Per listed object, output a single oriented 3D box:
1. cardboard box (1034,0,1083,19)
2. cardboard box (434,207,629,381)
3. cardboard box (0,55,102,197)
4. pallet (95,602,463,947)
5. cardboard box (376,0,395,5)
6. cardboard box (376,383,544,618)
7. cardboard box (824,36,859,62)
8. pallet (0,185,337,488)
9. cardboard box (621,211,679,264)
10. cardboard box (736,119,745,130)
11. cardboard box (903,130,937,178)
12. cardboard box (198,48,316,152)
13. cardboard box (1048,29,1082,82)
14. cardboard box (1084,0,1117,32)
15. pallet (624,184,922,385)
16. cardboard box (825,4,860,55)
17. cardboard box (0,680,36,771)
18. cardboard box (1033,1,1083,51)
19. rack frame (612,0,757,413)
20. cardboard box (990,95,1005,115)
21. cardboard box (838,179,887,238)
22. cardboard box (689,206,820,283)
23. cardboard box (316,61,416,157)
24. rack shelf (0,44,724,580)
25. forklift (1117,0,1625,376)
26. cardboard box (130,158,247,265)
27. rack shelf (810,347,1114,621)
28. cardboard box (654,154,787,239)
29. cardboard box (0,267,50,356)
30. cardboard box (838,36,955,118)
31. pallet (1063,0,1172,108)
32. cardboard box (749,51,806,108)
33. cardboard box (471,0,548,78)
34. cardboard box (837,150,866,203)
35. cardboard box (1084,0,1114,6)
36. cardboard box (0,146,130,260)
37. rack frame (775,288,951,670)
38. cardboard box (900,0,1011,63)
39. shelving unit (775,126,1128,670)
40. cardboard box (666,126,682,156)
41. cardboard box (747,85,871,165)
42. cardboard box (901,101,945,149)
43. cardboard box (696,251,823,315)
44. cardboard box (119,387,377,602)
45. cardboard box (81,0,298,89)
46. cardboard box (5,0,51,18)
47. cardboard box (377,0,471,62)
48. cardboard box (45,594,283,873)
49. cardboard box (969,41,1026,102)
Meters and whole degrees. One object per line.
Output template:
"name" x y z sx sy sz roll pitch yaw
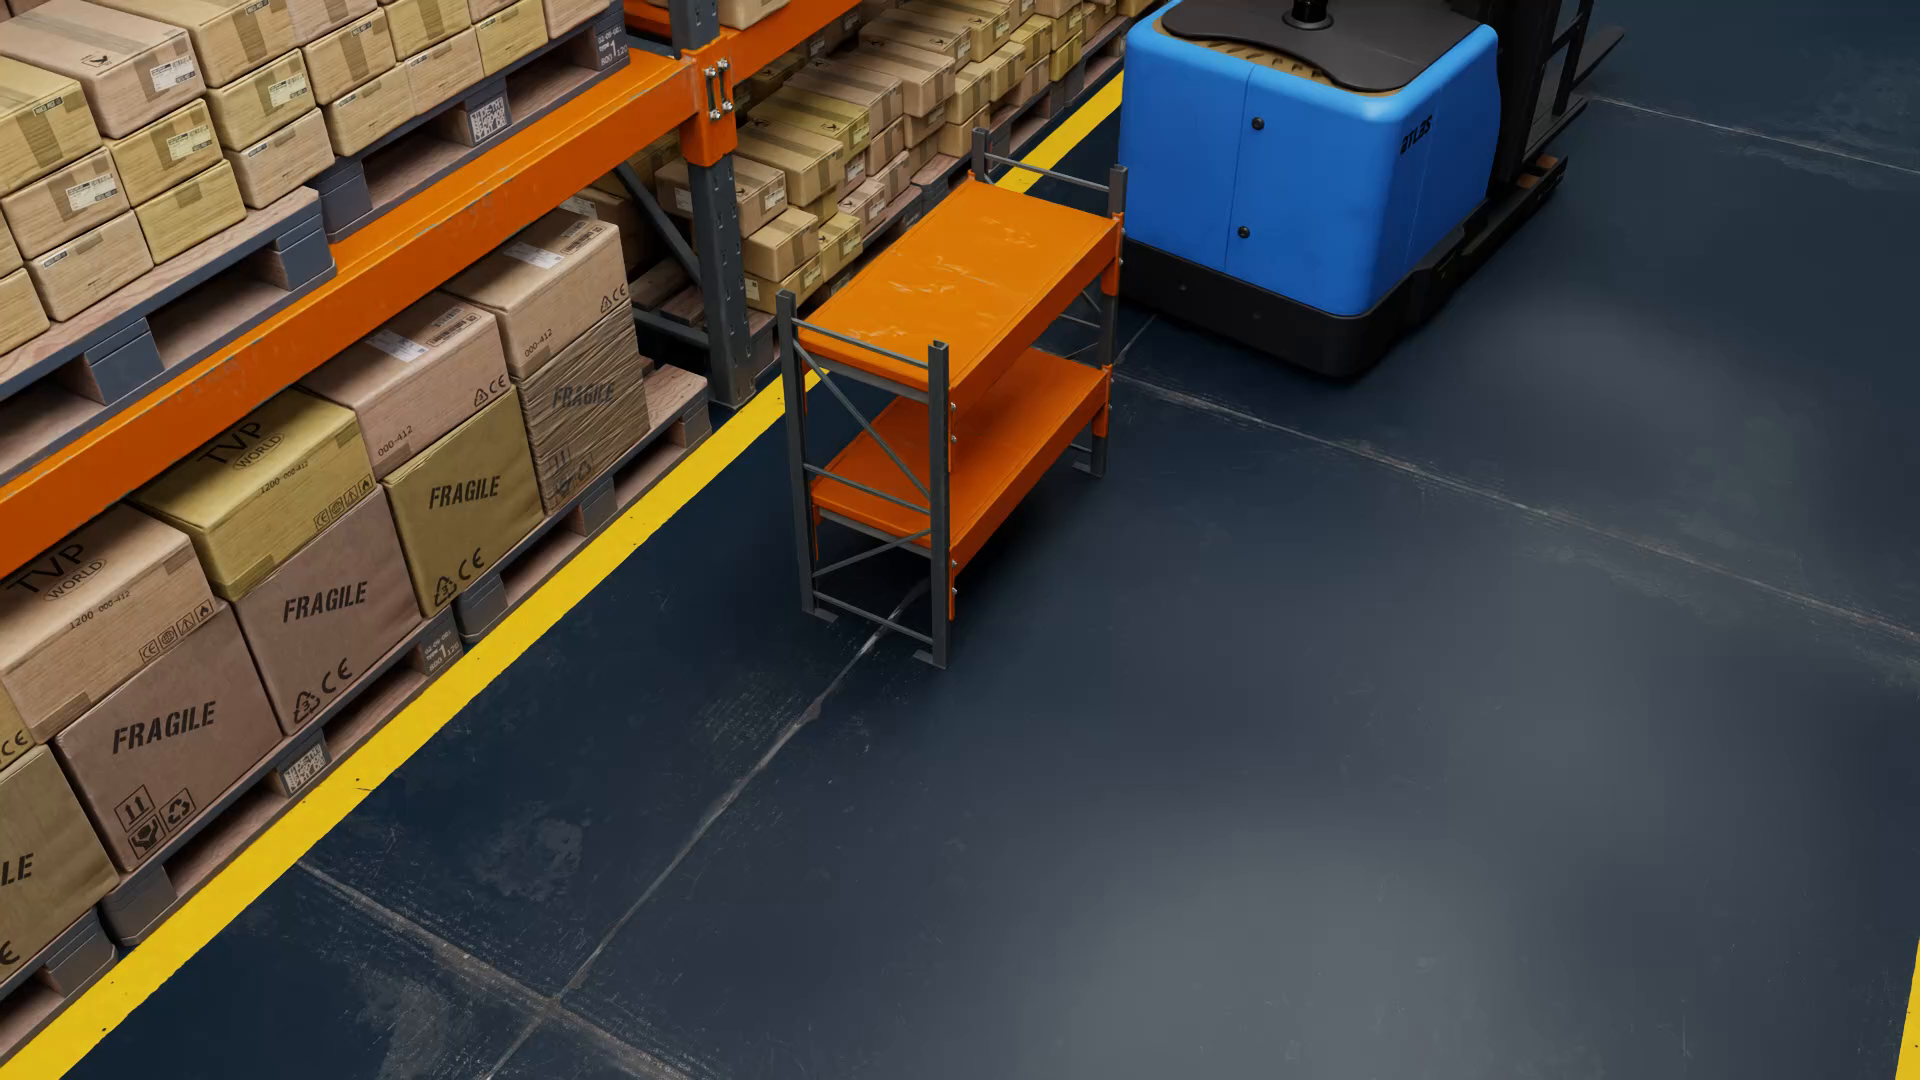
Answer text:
"cardboard box" 0.315 -2.366 7.056 0.380 0.149 0.250 23 46 24
"cardboard box" -1.329 -0.758 4.847 0.500 0.250 0.500 20 45 21
"cardboard box" -1.993 -0.859 3.378 0.380 0.149 0.250 20 45 21
"pallet" -2.173 0.426 4.606 1.003 0.211 1.213 21 45 22
"cardboard box" -1.472 -1.458 4.058 0.380 0.149 0.250 19 45 21
"cardboard box" -1.585 -0.186 4.765 0.500 0.500 0.500 20 45 21
"cardboard box" -0.577 -1.980 6.843 0.380 0.149 0.250 19 45 20
"pallet" -2.222 -0.552 3.753 1.003 0.211 1.213 21 45 22
"cardboard box" -1.274 -1.192 6.173 0.380 0.149 0.250 21 46 23
"cardboard box" -1.049 -1.570 6.377 0.380 0.149 0.250 19 45 21
"cardboard box" -0.314 -1.596 6.632 0.380 0.149 0.250 19 45 20
"cardboard box" -1.725 -1.050 3.820 0.380 0.149 0.250 19 45 20
"cardboard box" 0.310 -2.158 7.270 0.380 0.149 0.250 19 45 20
"cardboard box" 0.496 -2.470 7.624 0.380 0.149 0.250 21 45 22
"pallet" -0.870 -1.116 6.358 1.003 0.211 1.213 21 45 22
"cardboard box" -0.633 -2.138 6.797 0.380 0.149 0.250 19 45 21
"cardboard box" -2.369 0.416 3.514 0.500 0.250 0.500 20 45 22
"cardboard box" 0.303 -2.260 7.161 0.380 0.149 0.250 22 46 23
"rack frame" -1.175 -1.767 4.987 1.000 3.000 0.127 21 45 22
"cardboard box" -0.036 -1.888 6.964 0.380 0.149 0.250 22 46 23
"cardboard box" -0.502 -1.268 6.260 0.380 0.149 0.250 21 45 22
"cardboard box" -0.717 -1.068 5.807 0.380 0.149 0.250 23 46 24
"cardboard box" -1.584 -1.103 4.106 0.380 0.149 0.250 19 45 20
"rack shelf" -2.176 -0.352 3.925 1.077 0.370 4.000 21 45 22
"forklift" 1.837 -2.593 5.976 1.130 2.935 3.031 27 48 27
"cardboard box" -1.852 -0.791 3.751 0.380 0.149 0.250 23 46 24
"rack shelf" 0.003 -0.243 5.044 0.538 0.278 1.000 21 45 22
"cardboard box" -0.823 -1.206 5.739 0.380 0.149 0.250 23 46 24
"cardboard box" -2.116 -0.490 3.409 0.380 0.149 0.250 22 46 23
"cardboard box" -0.242 -1.781 6.392 0.380 0.149 0.250 22 46 23
"pallet" 0.351 -2.512 7.943 1.003 0.211 1.213 21 45 22
"cardboard box" -0.813 -1.794 6.407 0.380 0.149 0.250 22 46 23
"cardboard box" -1.332 -1.388 4.429 0.380 0.149 0.250 21 46 22
"cardboard box" -0.577 -1.393 6.177 0.380 0.149 0.250 21 45 22
"cardboard box" 0.551 -2.561 7.502 0.380 0.149 0.250 19 45 20
"cardboard box" -1.986 -0.756 3.486 0.380 0.149 0.250 23 46 24
"rack frame" -0.251 -0.135 4.552 0.500 1.125 0.032 21 45 22
"cardboard box" -0.019 -2.092 6.745 0.380 0.149 0.250 21 46 22
"shelving unit" 0.003 -0.426 4.883 0.538 1.125 1.048 21 45 22
"cardboard box" -1.129 -1.527 6.103 0.380 0.149 0.250 21 46 23
"cardboard box" -0.550 -1.505 6.079 0.380 0.149 0.250 20 45 21
"cardboard box" -0.282 -1.697 6.521 0.380 0.149 0.250 23 46 24
"cardboard box" -0.715 -0.957 5.906 0.380 0.149 0.250 19 45 20
"cardboard box" -1.850 -0.161 4.169 0.500 0.250 0.500 19 45 20
"cardboard box" -1.729 -1.168 3.729 0.380 0.149 0.250 19 45 21
"cardboard box" -2.290 -1.384 3.974 0.380 0.149 0.250 21 45 22
"cardboard box" -1.461 -1.357 4.168 0.380 0.149 0.250 23 46 24
"cardboard box" -2.101 0.398 4.102 0.500 0.500 0.500 20 45 21
"cardboard box" 0.045 -1.953 6.812 0.380 0.149 0.250 21 46 22
